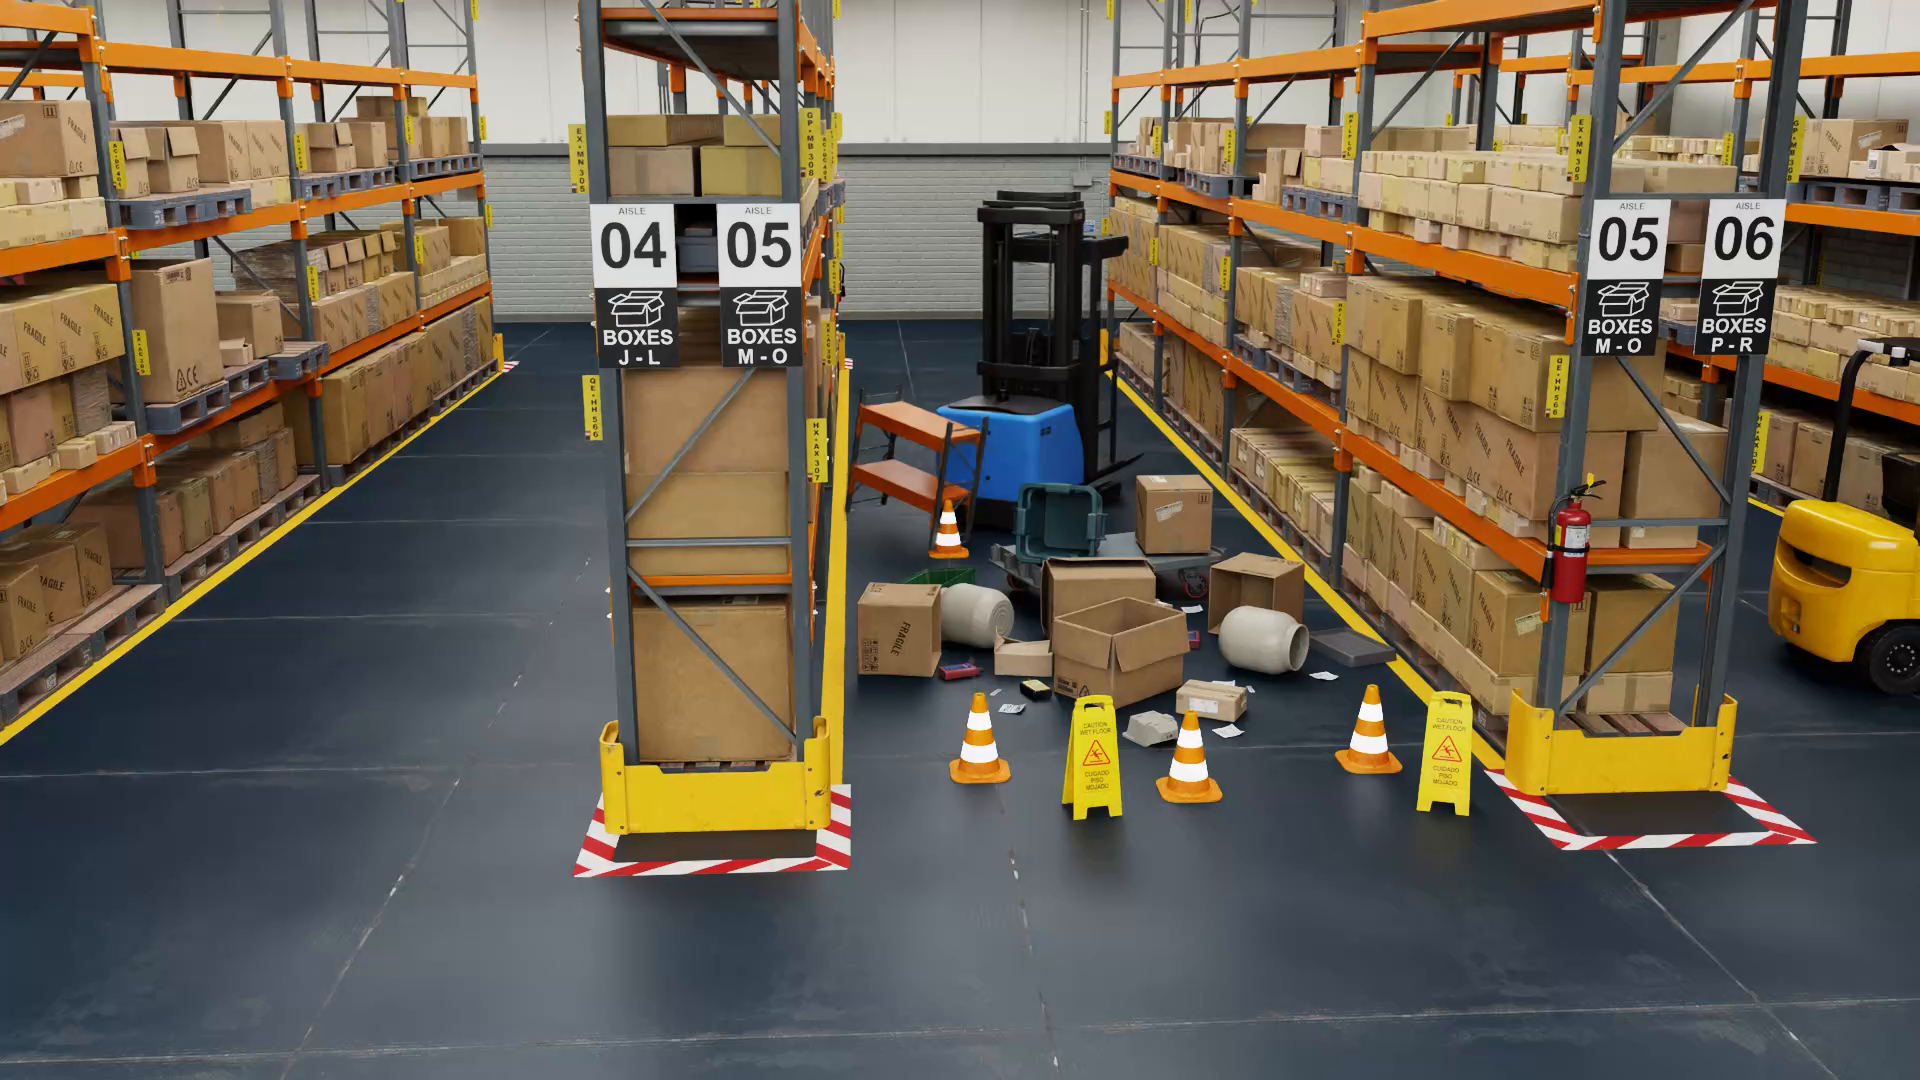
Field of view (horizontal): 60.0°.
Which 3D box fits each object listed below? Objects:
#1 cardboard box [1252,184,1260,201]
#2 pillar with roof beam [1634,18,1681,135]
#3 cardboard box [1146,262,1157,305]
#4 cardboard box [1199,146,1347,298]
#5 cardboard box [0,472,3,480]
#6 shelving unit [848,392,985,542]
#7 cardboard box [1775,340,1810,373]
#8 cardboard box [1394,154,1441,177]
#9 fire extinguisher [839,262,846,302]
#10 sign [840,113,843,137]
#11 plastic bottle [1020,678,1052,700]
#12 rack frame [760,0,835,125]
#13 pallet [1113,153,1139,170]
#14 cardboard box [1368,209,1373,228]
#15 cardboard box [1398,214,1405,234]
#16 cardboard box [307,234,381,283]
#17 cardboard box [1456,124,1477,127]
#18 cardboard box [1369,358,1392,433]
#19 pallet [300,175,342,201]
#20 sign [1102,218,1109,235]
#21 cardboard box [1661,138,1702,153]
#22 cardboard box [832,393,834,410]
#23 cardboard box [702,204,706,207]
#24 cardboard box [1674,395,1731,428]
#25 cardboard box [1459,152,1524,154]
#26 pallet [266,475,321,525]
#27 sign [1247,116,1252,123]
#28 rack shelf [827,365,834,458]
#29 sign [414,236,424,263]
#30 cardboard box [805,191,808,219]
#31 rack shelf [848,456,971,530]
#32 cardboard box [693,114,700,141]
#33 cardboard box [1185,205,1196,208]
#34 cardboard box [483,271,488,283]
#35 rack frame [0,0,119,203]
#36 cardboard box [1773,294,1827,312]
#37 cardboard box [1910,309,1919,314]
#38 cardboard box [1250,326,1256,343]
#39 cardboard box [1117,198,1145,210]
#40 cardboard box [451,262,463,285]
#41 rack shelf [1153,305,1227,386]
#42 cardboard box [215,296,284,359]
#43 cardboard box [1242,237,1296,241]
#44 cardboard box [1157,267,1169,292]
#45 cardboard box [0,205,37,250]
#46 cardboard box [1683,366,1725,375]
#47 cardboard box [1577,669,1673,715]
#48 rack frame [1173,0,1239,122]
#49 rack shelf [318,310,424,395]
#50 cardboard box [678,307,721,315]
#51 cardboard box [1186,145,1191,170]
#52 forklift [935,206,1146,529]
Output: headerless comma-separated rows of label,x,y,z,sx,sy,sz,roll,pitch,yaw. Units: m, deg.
cardboard box,3.016,-3.327,15.920,0.380,0.149,0.250,-1,14,-3
pillar with roof beam,4.432,-6.175,20.466,9.100,9.000,0.400,-1,14,-3
cardboard box,2.634,-3.231,20.864,0.500,0.500,0.500,-1,14,-3
cardboard box,2.922,-3.068,15.547,0.402,1.117,4.483,-1,14,-5
cardboard box,-6.153,-0.321,10.260,0.380,0.149,0.250,-1,14,-3
shelving unit,-0.384,-0.642,14.294,1.030,0.981,0.538,24,24,37
cardboard box,7.968,-1.714,15.470,0.500,0.250,0.500,-1,14,-5
cardboard box,3.150,-2.520,11.184,0.380,0.149,0.250,-1,14,-4
fire extinguisher,-1.819,-3.816,24.242,0.296,0.674,0.183,-1,14,-3
sign,-1.709,-5.850,23.445,0.100,0.325,0.005,-1,14,-3
plastic bottle,0.471,0.953,10.700,0.133,0.061,0.283,-6,16,-23
rack frame,-2.264,-6.870,23.167,1.000,3.000,0.127,-1,14,-3
pallet,2.726,-5.291,23.231,1.003,0.211,1.213,-1,14,-3
cardboard box,3.511,-2.014,10.818,0.858,0.149,2.833,-1,14,-4
cardboard box,3.274,-2.205,11.563,0.380,0.149,0.250,-1,14,-3
cardboard box,-6.894,-3.123,18.430,0.797,0.503,0.637,-1,14,-3
cardboard box,7.401,-5.796,23.713,0.500,0.250,0.500,-1,14,-4
cardboard box,3.217,-1.036,11.735,0.500,0.500,0.500,-1,14,-4
pallet,-6.818,-3.444,16.251,1.213,0.211,1.003,0,14,-1
sign,2.116,-4.517,24.164,0.100,0.325,0.005,-1,14,-3
cardboard box,7.741,-4.212,17.762,0.380,0.149,0.250,-1,14,-5
cardboard box,-1.592,-1.273,17.626,0.500,0.500,0.500,-1,14,-3
cardboard box,-1.743,-2.089,10.066,0.380,0.149,0.250,-1,14,-3
cardboard box,7.879,-1.249,17.533,0.500,0.500,0.500,0,14,-2
cardboard box,3.744,-2.660,11.729,0.380,0.149,0.250,-1,14,-5
pallet,-6.678,-0.379,15.574,1.003,0.211,1.213,-1,14,-3
sign,-3.706,-3.626,15.737,14.955,0.737,8.025,-1,14,-3
rack shelf,-1.645,-1.129,14.339,1.077,0.370,4.000,-1,14,-3
sign,-6.432,-3.451,19.756,0.100,0.325,0.005,-1,14,-3
cardboard box,-1.006,-1.784,8.881,0.380,0.149,0.250,-1,14,-3
rack shelf,-0.420,-0.414,14.374,1.000,0.278,0.538,24,24,37
cardboard box,-1.727,-2.412,9.722,0.380,0.149,0.250,-1,14,-3
cardboard box,3.126,-4.256,21.540,0.380,0.149,0.250,-1,14,-5
cardboard box,-6.870,-3.708,23.422,0.380,0.149,0.250,-1,14,-2
rack frame,-6.477,-3.834,11.368,1.000,3.000,0.127,-1,14,-3
cardboard box,7.934,-2.238,15.703,0.380,0.149,0.250,-1,14,-3
cardboard box,8.534,-1.930,14.507,0.380,0.149,0.250,-1,14,-4
cardboard box,2.955,-1.935,15.688,0.380,0.149,0.250,-2,15,-7
cardboard box,2.405,-4.690,23.225,0.380,0.149,0.250,0,14,-2
cardboard box,-6.827,-3.486,21.759,0.500,0.250,0.500,-1,14,-3
rack shelf,3.042,-2.225,18.600,1.077,0.370,4.000,-1,14,-3
cardboard box,-6.517,-1.904,14.864,0.700,0.500,0.500,1,14,5
cardboard box,3.322,-2.988,17.911,0.500,0.500,0.500,0,14,-2
cardboard box,2.664,-3.127,19.957,0.500,0.250,0.500,-1,14,-5
cardboard box,-6.130,-1.943,10.338,0.500,0.250,0.500,-1,14,-4
cardboard box,8.325,-1.856,18.591,0.380,0.149,0.250,-1,14,-5
cardboard box,3.887,0.837,9.931,0.500,0.250,0.500,-1,14,-4
rack frame,2.921,-5.977,19.696,0.949,2.616,0.053,-1,14,-3
rack shelf,-6.849,-2.072,18.005,1.077,0.370,4.000,-1,14,-3
cardboard box,-1.486,-1.212,10.749,0.875,0.550,0.550,-1,14,-3
cardboard box,2.682,-4.202,18.247,0.396,0.266,0.258,0,14,1
forklift,0.906,-1.776,15.725,1.129,2.843,3.031,8,16,27
